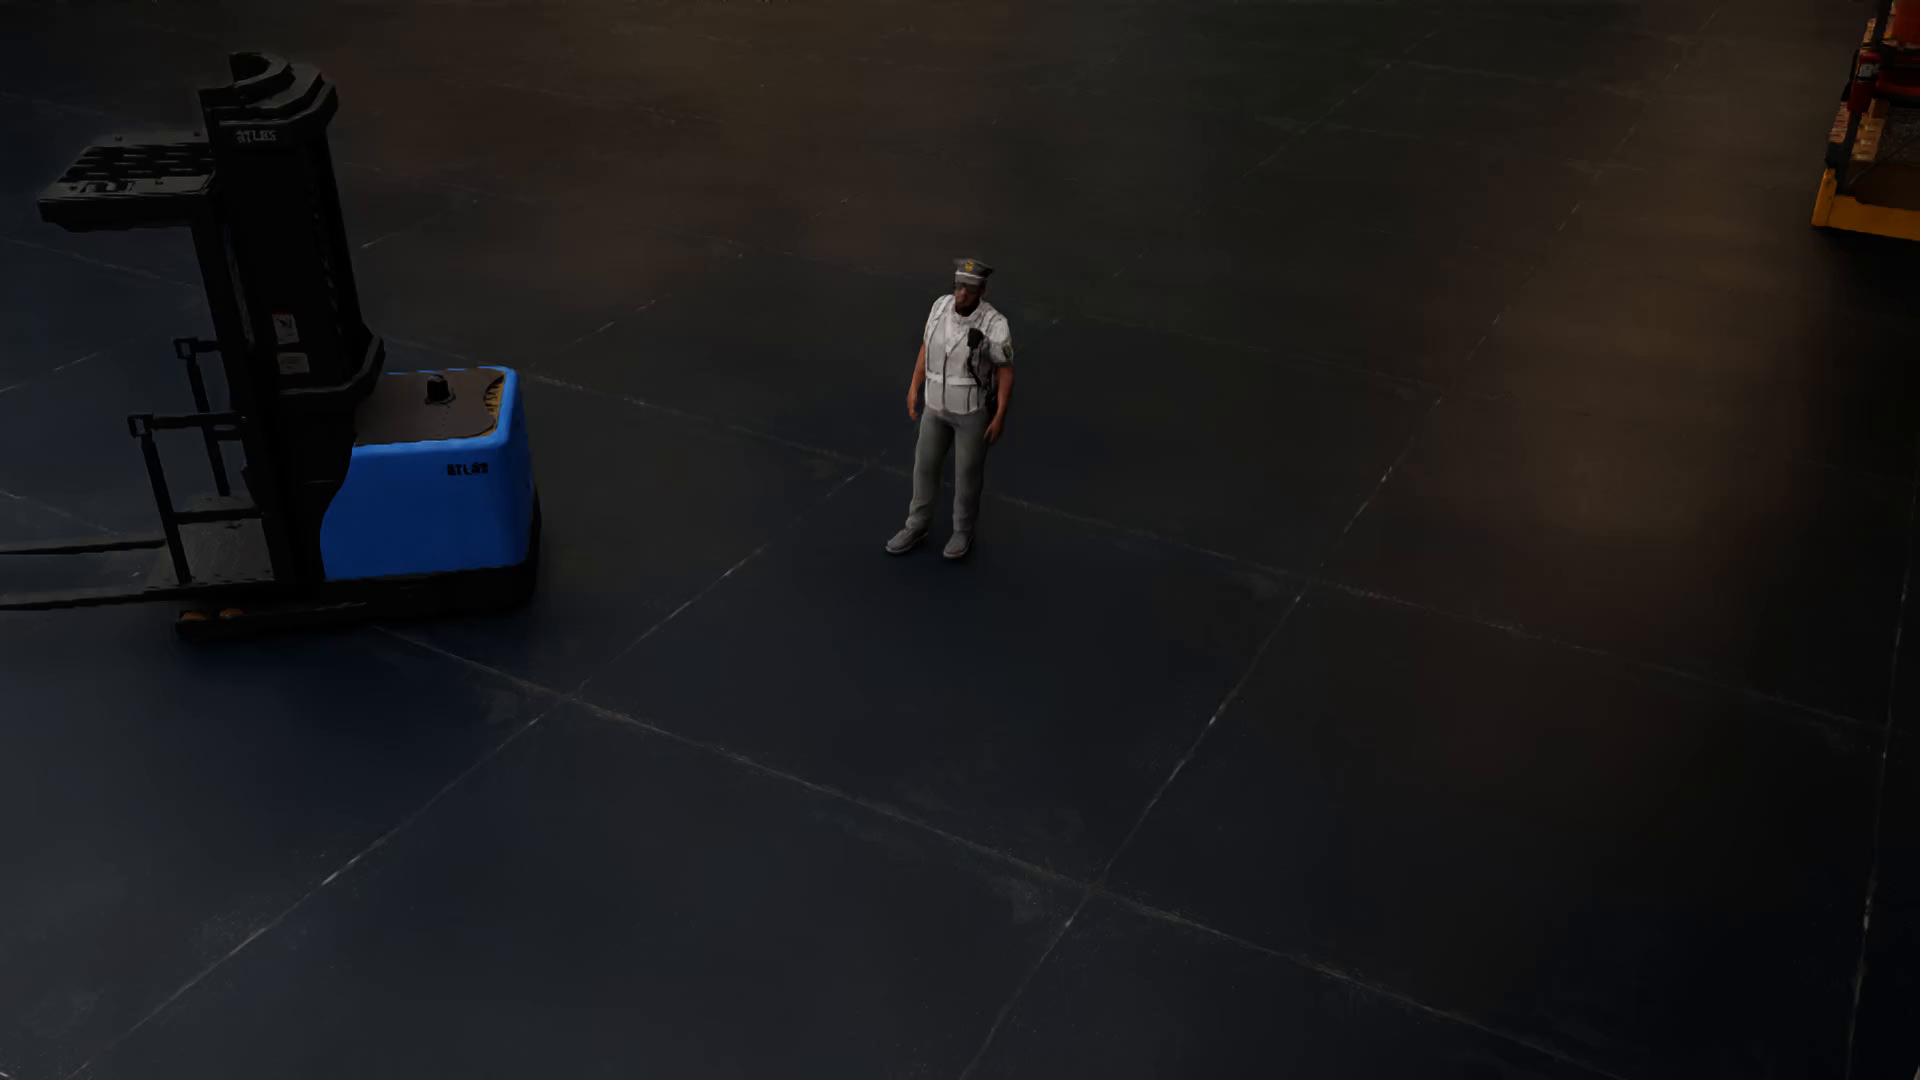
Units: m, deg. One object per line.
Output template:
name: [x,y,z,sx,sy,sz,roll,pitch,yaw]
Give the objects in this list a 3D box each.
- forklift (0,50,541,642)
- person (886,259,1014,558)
forklift: [-3.960,-0.998,8.800,3.031,2.935,1.130,-5,30,-8]
person: [-0.048,-0.746,9.500,0.640,1.778,0.574,15,33,25]
